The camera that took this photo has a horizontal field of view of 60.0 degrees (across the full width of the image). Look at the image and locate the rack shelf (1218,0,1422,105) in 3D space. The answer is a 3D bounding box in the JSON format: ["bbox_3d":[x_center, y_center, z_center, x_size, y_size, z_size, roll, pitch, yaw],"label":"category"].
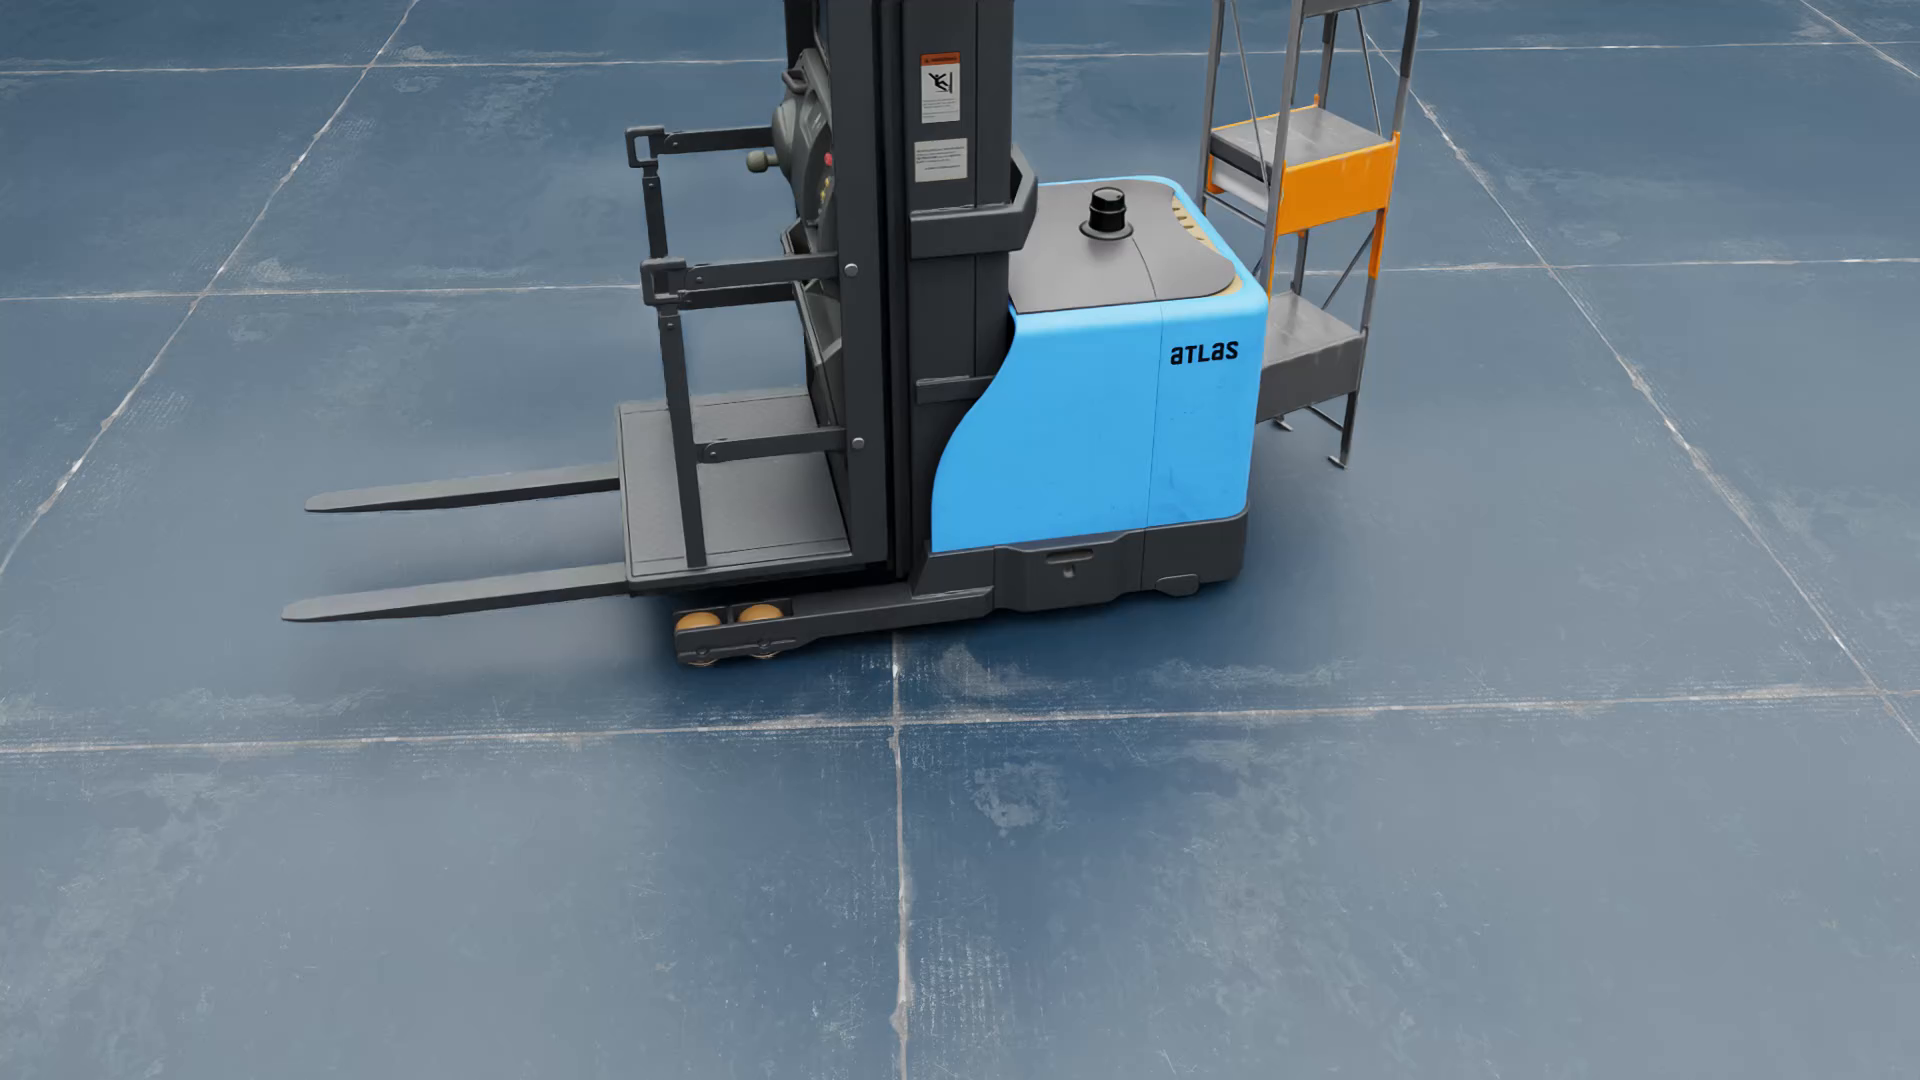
[{"bbox_3d":[1.115,-1.711,5.169,0.480,0.518,0.431,-18,39,-25],"label":"rack shelf"}]

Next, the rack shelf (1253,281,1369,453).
[{"bbox_3d":[1.111,-0.564,5.971,0.480,0.518,0.431,-18,39,-25],"label":"rack shelf"}]

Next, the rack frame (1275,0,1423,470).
[{"bbox_3d":[1.324,-1.219,5.664,0.015,2.100,0.400,-18,39,-25],"label":"rack frame"}]

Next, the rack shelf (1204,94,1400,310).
[{"bbox_3d":[1.113,-1.137,5.570,0.480,0.518,0.431,-18,39,-25],"label":"rack shelf"}]

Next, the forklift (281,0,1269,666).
[{"bbox_3d":[-0.633,-1.143,4.826,3.031,2.935,1.130,-7,35,-10],"label":"forklift"}]

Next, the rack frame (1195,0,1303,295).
[{"bbox_3d":[0.903,-1.078,5.461,0.015,2.100,0.400,-18,39,-25],"label":"rack frame"}]

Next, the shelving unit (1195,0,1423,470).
[{"bbox_3d":[1.113,-1.149,5.562,0.503,2.100,0.431,-18,39,-25],"label":"shelving unit"}]
